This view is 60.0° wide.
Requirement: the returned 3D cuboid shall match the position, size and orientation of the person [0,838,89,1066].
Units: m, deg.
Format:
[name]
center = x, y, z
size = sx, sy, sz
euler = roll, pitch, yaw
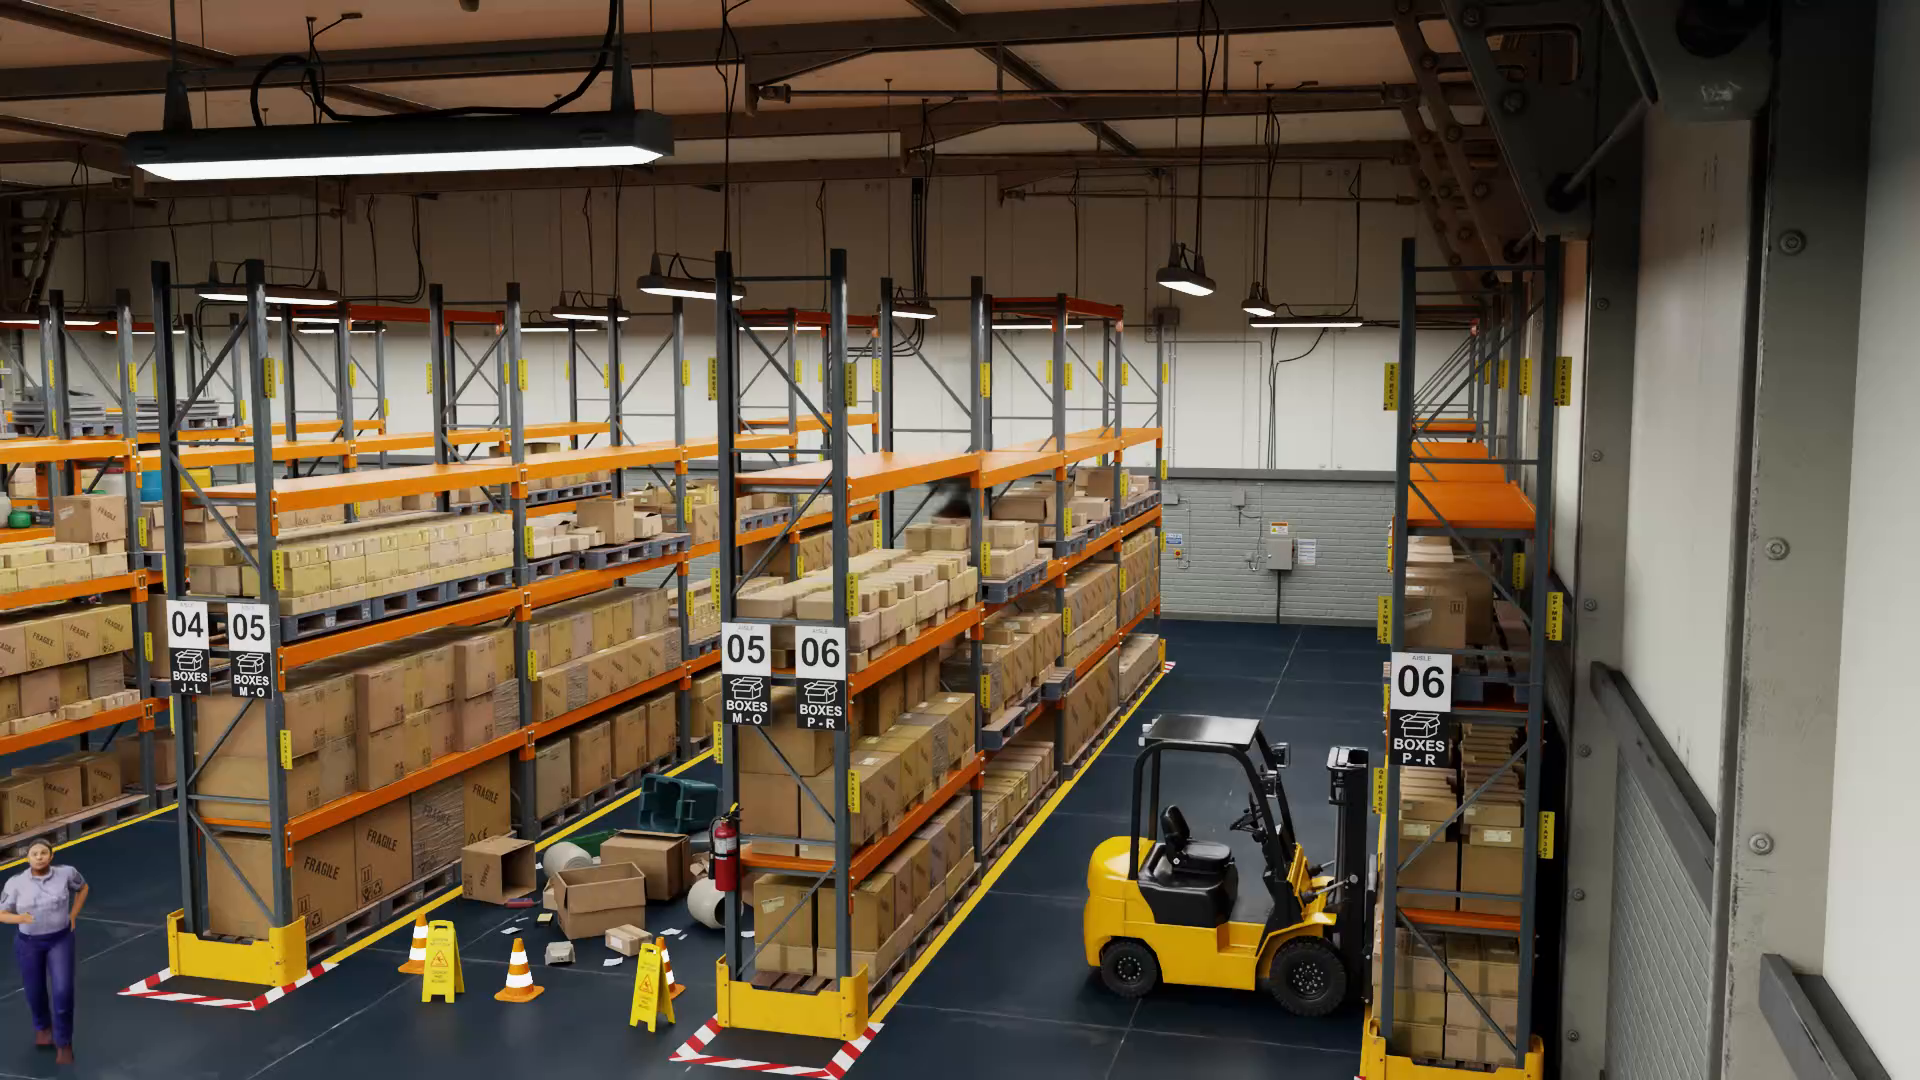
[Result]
[person]
center = -6.829, 3.065, 12.418
size = 0.598, 1.711, 0.679
euler = -3, 7, -26
